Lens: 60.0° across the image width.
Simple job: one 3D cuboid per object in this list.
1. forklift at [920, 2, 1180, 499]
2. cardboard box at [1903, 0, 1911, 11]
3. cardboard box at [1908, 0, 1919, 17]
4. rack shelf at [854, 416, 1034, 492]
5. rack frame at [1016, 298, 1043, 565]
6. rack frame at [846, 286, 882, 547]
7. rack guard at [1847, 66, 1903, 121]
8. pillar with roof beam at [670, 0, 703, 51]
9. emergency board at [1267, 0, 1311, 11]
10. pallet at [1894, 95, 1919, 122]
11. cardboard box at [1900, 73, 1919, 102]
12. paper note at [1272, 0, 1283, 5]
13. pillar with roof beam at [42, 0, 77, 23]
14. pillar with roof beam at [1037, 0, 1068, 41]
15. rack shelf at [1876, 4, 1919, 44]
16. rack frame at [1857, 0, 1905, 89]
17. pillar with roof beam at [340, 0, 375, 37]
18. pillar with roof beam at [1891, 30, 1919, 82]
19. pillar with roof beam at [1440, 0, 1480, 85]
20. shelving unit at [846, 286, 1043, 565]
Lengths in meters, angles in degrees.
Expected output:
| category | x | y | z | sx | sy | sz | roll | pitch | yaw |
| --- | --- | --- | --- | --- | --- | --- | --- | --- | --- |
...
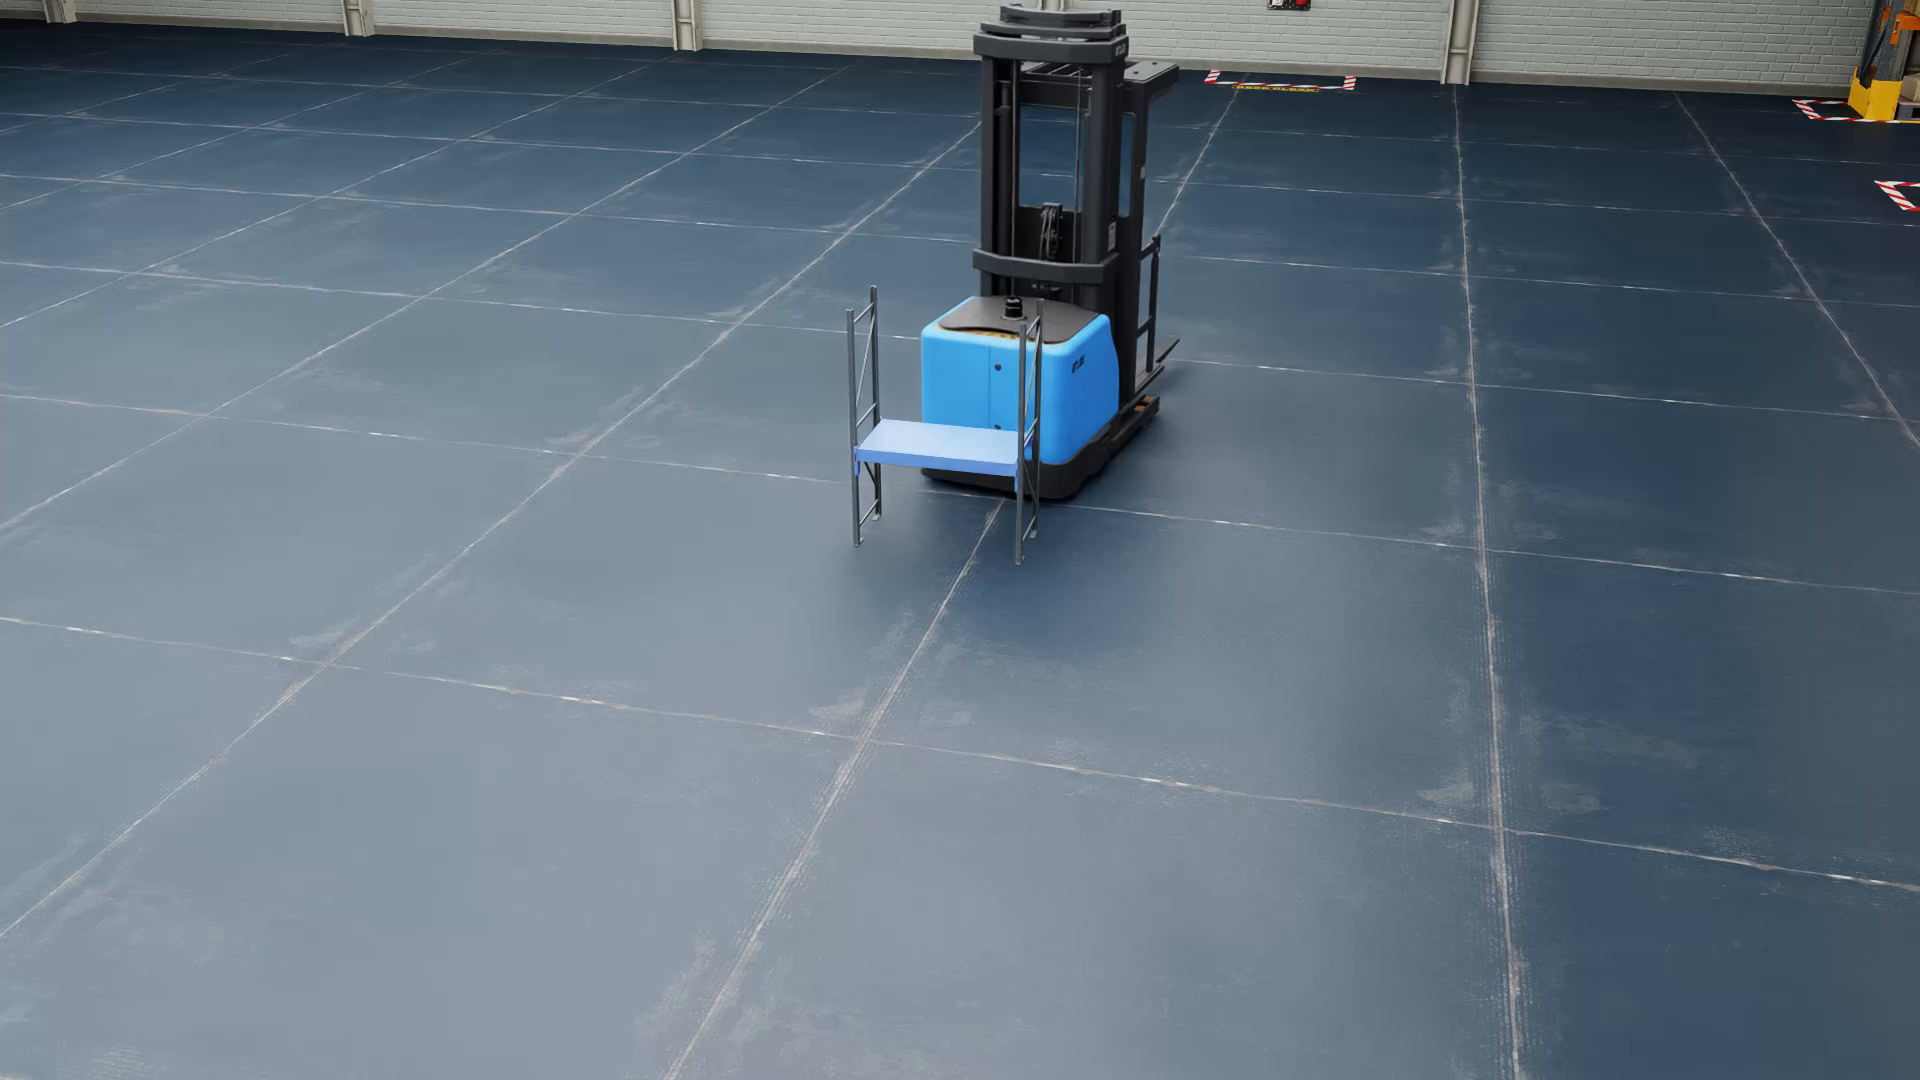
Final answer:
| category | x | y | z | sx | sy | sz | roll | pitch | yaw |
| --- | --- | --- | --- | --- | --- | --- | --- | --- | --- |
| forklift | 0.803 | -2.191 | 11.443 | 1.130 | 2.935 | 3.031 | 11 | 28 | 22 |
| cardboard box | 12.641 | -7.081 | 21.785 | 0.500 | 0.250 | 0.500 | 7 | 26 | 14 |
| cardboard box | 12.534 | -6.866 | 21.334 | 0.500 | 0.250 | 0.500 | 6 | 26 | 11 |
| rack shelf | -0.083 | -0.524 | 10.024 | 1.000 | 0.185 | 0.538 | 6 | 26 | 13 |
| rack frame | 0.410 | -0.632 | 9.832 | 0.032 | 1.500 | 0.500 | 6 | 26 | 13 |
| rack frame | -0.575 | -0.741 | 10.061 | 0.032 | 1.500 | 0.500 | 6 | 26 | 13 |
| rack guard | 12.214 | -5.973 | 22.213 | 0.348 | 0.500 | 1.175 | 6 | 26 | 13 |
| pillar with roof beam | -5.471 | -10.238 | 21.286 | 0.400 | 9.000 | 9.100 | 6 | 26 | 13 |
| emergency board | 4.839 | -8.317 | 24.230 | 0.643 | 1.169 | 0.194 | 6 | 26 | 13 |
| pallet | 12.992 | -5.740 | 22.062 | 1.213 | 0.211 | 1.003 | 6 | 26 | 13 |
| cardboard box | 12.788 | -5.982 | 21.942 | 0.500 | 0.311 | 0.500 | 3 | 26 | 7 |
| paper note | 4.685 | -7.967 | 24.520 | 0.142 | 0.148 | 0.016 | 6 | 26 | 13 |
| pillar with roof beam | -17.093 | -11.523 | 23.984 | 0.400 | 9.000 | 9.100 | 6 | 26 | 13 |
| pillar with roof beam | 0.340 | -9.596 | 19.936 | 0.400 | 9.000 | 9.100 | 6 | 26 | 13 |
| rack shelf | 14.077 | -6.570 | 21.398 | 4.000 | 0.370 | 1.077 | 6 | 26 | 13 |
| rack frame | 12.140 | -7.109 | 21.693 | 0.127 | 3.000 | 1.000 | 6 | 26 | 13 |
| pillar with roof beam | -11.282 | -10.880 | 22.635 | 0.400 | 9.000 | 9.100 | 6 | 26 | 13 |
| pillar with roof beam | 11.961 | -8.311 | 17.238 | 0.400 | 9.000 | 9.100 | 6 | 26 | 13 |
| pillar with roof beam | 6.151 | -8.953 | 18.587 | 0.400 | 9.000 | 9.100 | 6 | 26 | 13 |
| shelving unit | -0.083 | -0.686 | 9.947 | 1.048 | 1.500 | 0.538 | 6 | 26 | 13 |
